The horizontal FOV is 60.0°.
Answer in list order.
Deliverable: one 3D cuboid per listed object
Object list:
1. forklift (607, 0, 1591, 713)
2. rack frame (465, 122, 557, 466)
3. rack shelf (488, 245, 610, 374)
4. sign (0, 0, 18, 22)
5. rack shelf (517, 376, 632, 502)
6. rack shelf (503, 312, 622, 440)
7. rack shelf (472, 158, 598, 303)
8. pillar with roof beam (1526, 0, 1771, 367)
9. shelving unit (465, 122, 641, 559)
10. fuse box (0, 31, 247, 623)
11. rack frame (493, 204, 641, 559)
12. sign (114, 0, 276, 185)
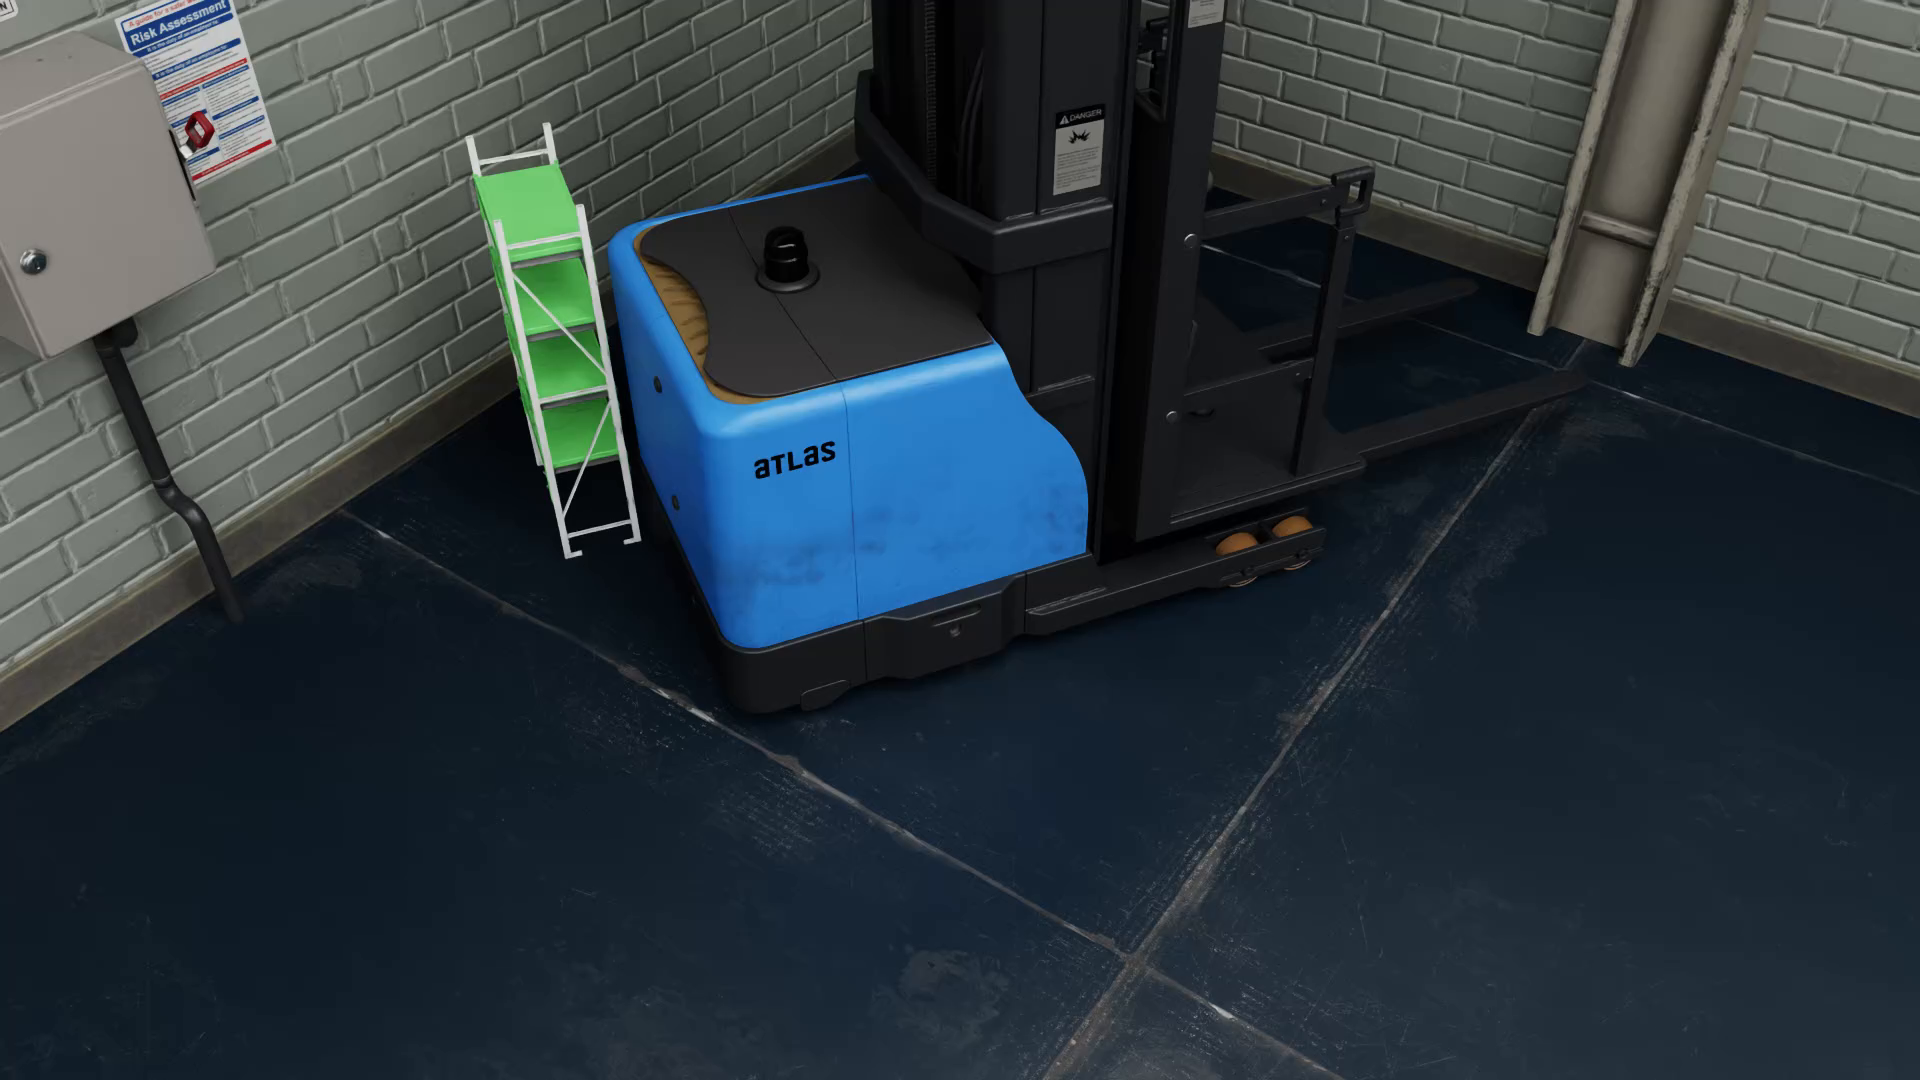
[{"bbox_3d":[0.572,-1.257,4.457,3.031,2.935,1.130,-16,44,-17],"label":"forklift"},{"bbox_3d":[-1.294,-0.725,5.161,0.240,1.200,0.015,-14,44,-15],"label":"rack frame"},{"bbox_3d":[-1.207,-0.704,4.873,0.258,0.148,0.480,-14,44,-15],"label":"rack shelf"},{"bbox_3d":[-2.336,-1.250,3.778,0.001,0.242,0.339,25,48,25],"label":"sign"},{"bbox_3d":[-1.207,-0.347,5.193,0.258,0.148,0.480,-14,44,-15],"label":"rack shelf"},{"bbox_3d":[-1.207,-0.525,5.033,0.258,0.148,0.480,-14,44,-15],"label":"rack shelf"},{"bbox_3d":[-1.207,-0.883,4.713,0.258,0.148,0.480,-14,44,-15],"label":"rack shelf"},{"bbox_3d":[-0.145,-1.777,0.488,0.400,9.000,9.100,25,48,25],"label":"pillar with roof beam"},{"bbox_3d":[-1.207,-0.573,4.991,0.258,1.200,0.503,-14,44,-15],"label":"shelving unit"},{"bbox_3d":[-2.134,-0.413,4.428,0.414,1.711,0.539,25,48,25],"label":"fuse box"},{"bbox_3d":[-1.120,-0.421,4.821,0.240,1.200,0.015,-14,44,-15],"label":"rack frame"},{"bbox_3d":[-2.020,-1.207,4.420,0.001,0.494,0.329,25,48,25],"label":"sign"}]
